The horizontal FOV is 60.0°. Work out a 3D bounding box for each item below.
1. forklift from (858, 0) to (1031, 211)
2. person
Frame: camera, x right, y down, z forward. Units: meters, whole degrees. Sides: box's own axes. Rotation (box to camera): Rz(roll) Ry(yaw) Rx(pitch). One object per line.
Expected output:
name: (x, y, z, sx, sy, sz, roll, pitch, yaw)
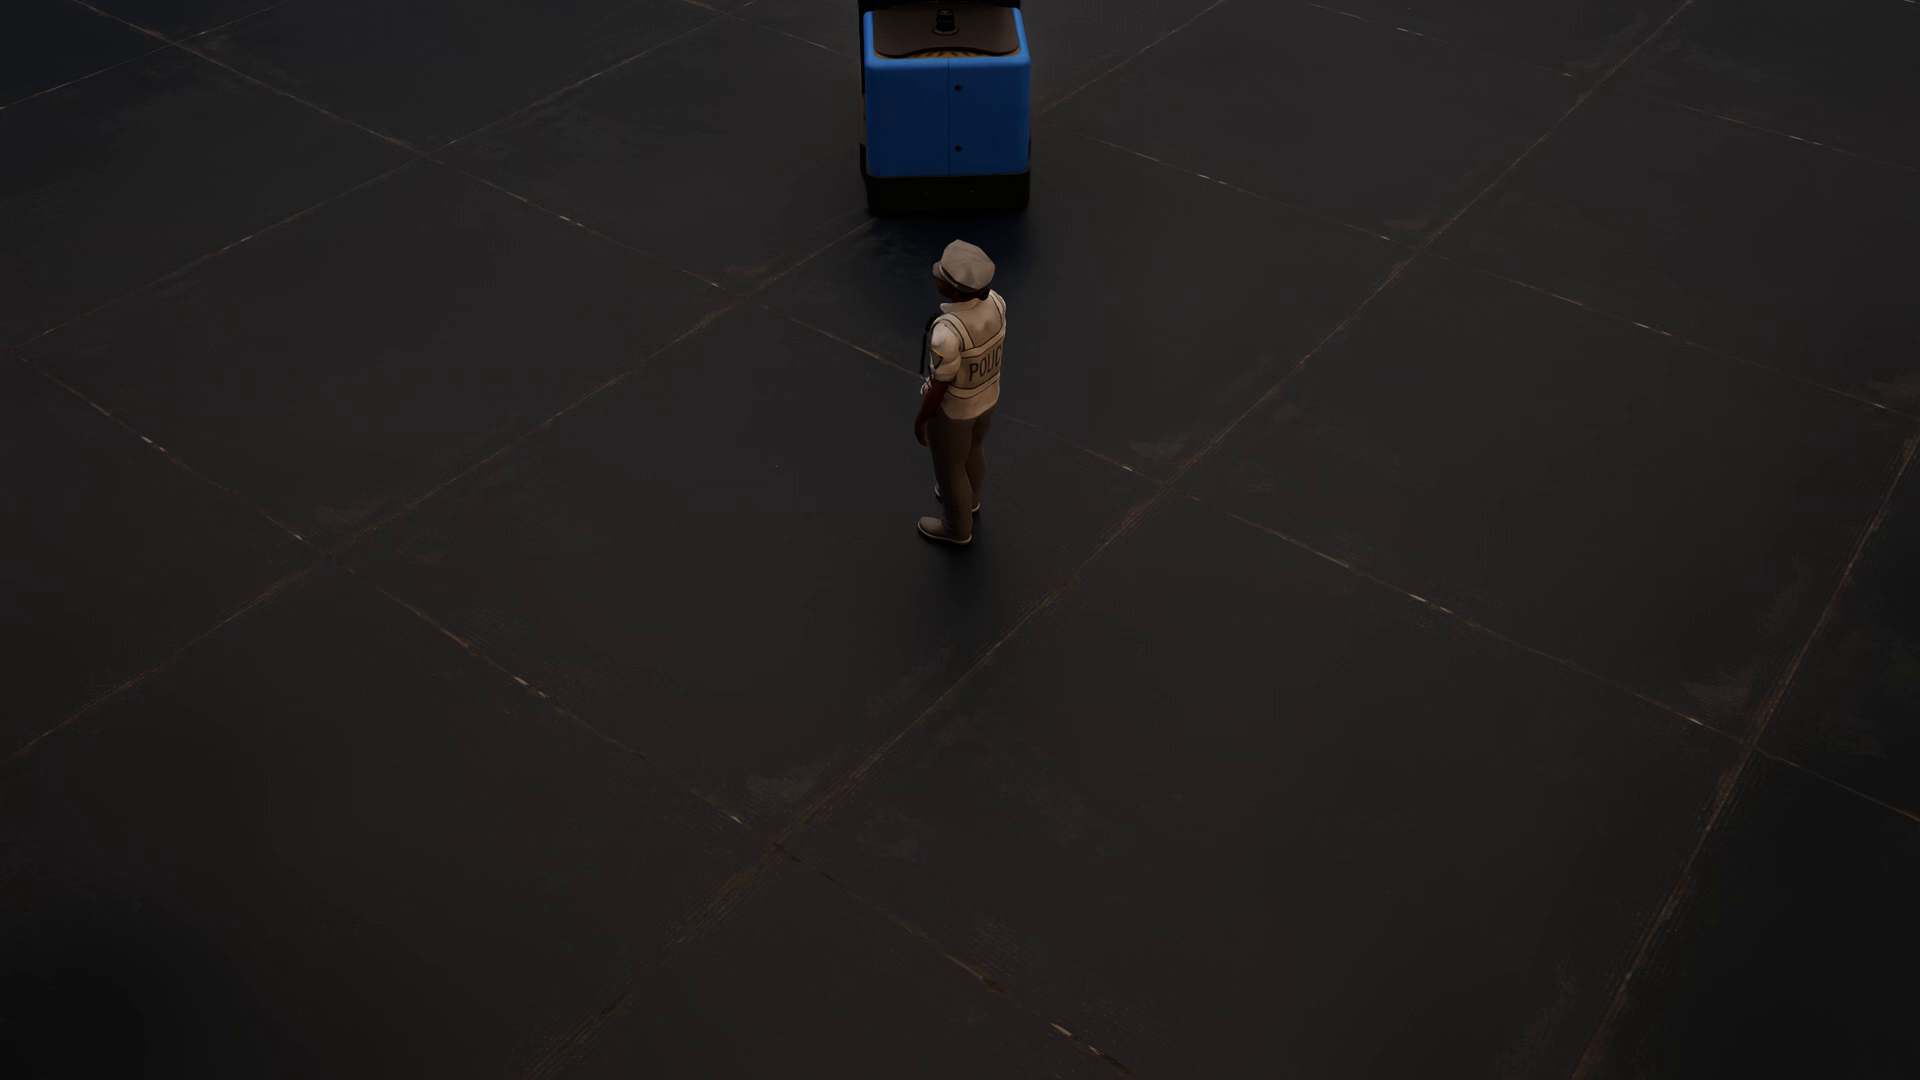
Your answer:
forklift: (-0.154, -4.171, 10.967, 1.130, 2.935, 3.031, -2, 40, -2)
person: (-0.048, -0.690, 7.826, 0.528, 1.693, 0.569, 26, 47, 28)
